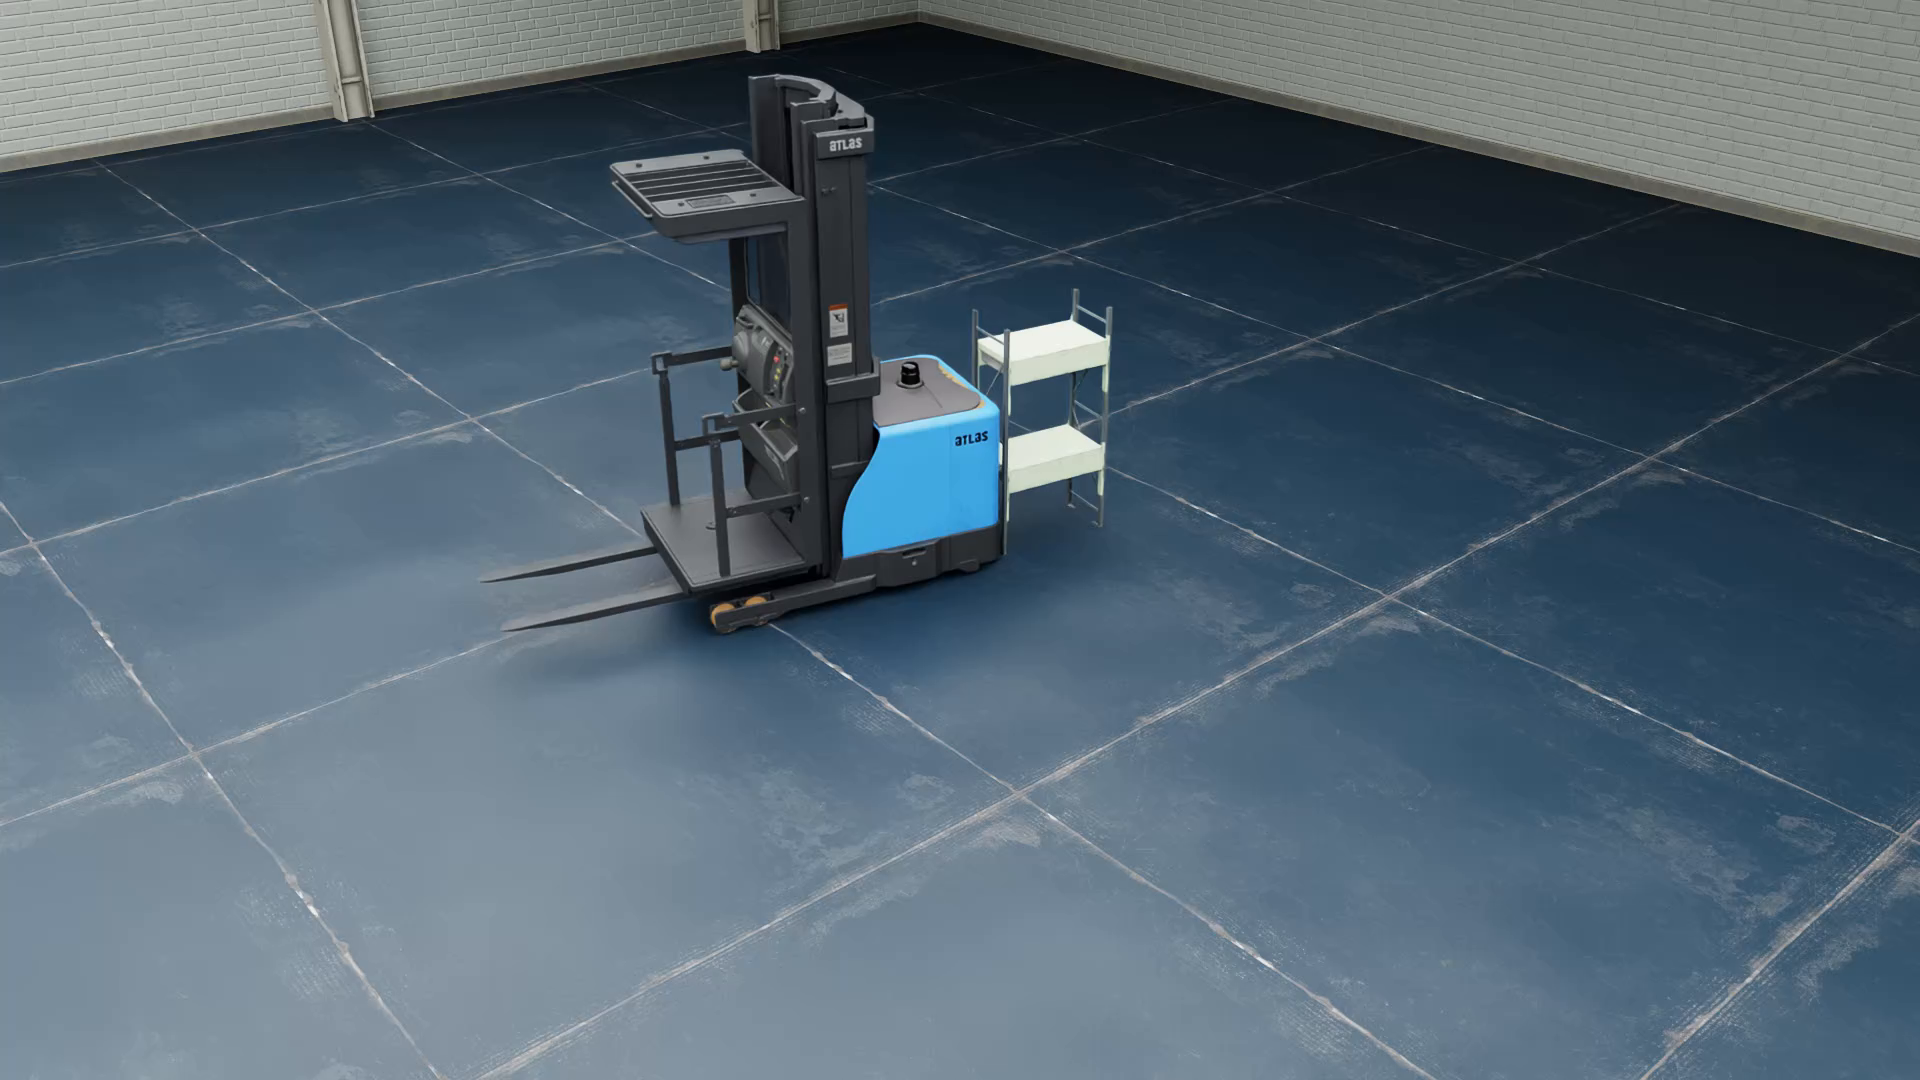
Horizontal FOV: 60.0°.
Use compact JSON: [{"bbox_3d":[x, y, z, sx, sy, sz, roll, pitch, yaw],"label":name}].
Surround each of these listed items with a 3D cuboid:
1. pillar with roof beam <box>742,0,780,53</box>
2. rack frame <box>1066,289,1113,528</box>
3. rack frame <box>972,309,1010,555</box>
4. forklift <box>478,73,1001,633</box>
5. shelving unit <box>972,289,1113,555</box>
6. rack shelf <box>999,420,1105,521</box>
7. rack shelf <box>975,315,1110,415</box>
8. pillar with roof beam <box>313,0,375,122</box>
[{"bbox_3d":[-0.015,-9.412,18.673,0.400,9.000,9.100,-22,35,-35],"label":"pillar with roof beam"},{"bbox_3d":[0.815,-0.822,10.555,0.023,1.500,0.400,-15,32,-26],"label":"rack frame"},{"bbox_3d":[0.183,-0.648,10.229,0.023,1.500,0.400,-15,32,-26],"label":"rack frame"},{"bbox_3d":[-1.309,-1.040,9.444,3.031,2.935,1.130,-12,31,-22],"label":"forklift"},{"bbox_3d":[0.499,-0.735,10.392,0.755,1.500,0.431,-15,32,-26],"label":"shelving unit"},{"bbox_3d":[0.499,-0.447,10.545,0.720,0.370,0.431,-15,32,-26],"label":"rack shelf"},{"bbox_3d":[0.499,-1.079,10.208,0.720,0.370,0.431,-15,32,-26],"label":"rack shelf"},{"bbox_3d":[-4.580,-7.577,15.239,0.400,9.000,9.100,-22,35,-35],"label":"pillar with roof beam"}]
